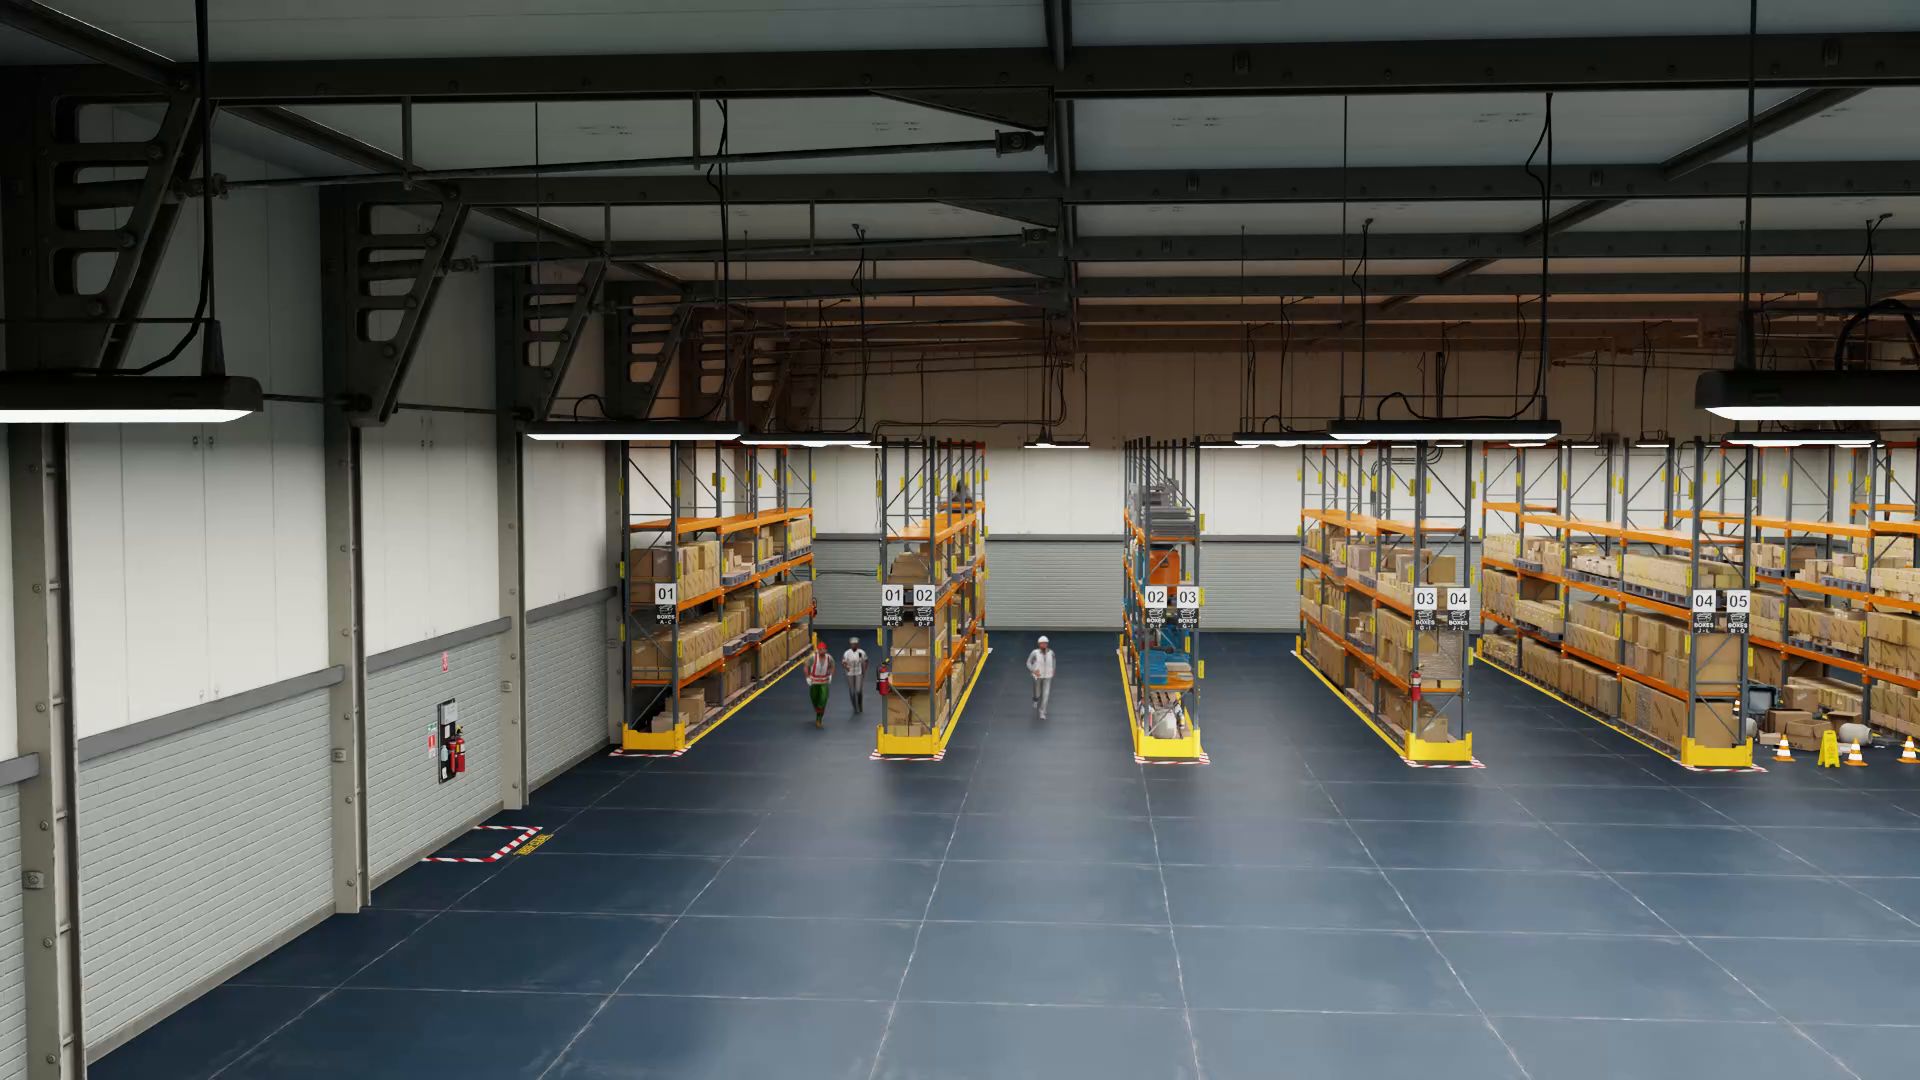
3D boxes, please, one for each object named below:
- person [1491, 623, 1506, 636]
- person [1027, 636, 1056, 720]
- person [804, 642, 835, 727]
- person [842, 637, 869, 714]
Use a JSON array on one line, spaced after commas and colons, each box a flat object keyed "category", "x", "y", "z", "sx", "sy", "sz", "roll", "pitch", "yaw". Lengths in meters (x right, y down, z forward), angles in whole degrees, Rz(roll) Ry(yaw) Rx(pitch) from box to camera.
[{"category": "person", "x": 15.455, "y": 2.349, "z": 47.613, "sx": 0.789, "sy": 1.665, "sz": 0.678, "roll": 0, "pitch": 3, "yaw": 8}, {"category": "person", "x": 1.763, "y": 2.943, "z": 35.806, "sx": 0.684, "sy": 1.764, "sz": 0.878, "roll": -1, "pitch": 3, "yaw": -13}, {"category": "person", "x": -2.941, "y": 3.003, "z": 34.888, "sx": 0.662, "sy": 1.759, "sz": 0.895, "roll": -1, "pitch": 3, "yaw": -10}, {"category": "person", "x": -2.291, "y": 2.951, "z": 36.192, "sx": 0.571, "sy": 1.672, "sz": 0.627, "roll": 0, "pitch": 3, "yaw": 2}]
